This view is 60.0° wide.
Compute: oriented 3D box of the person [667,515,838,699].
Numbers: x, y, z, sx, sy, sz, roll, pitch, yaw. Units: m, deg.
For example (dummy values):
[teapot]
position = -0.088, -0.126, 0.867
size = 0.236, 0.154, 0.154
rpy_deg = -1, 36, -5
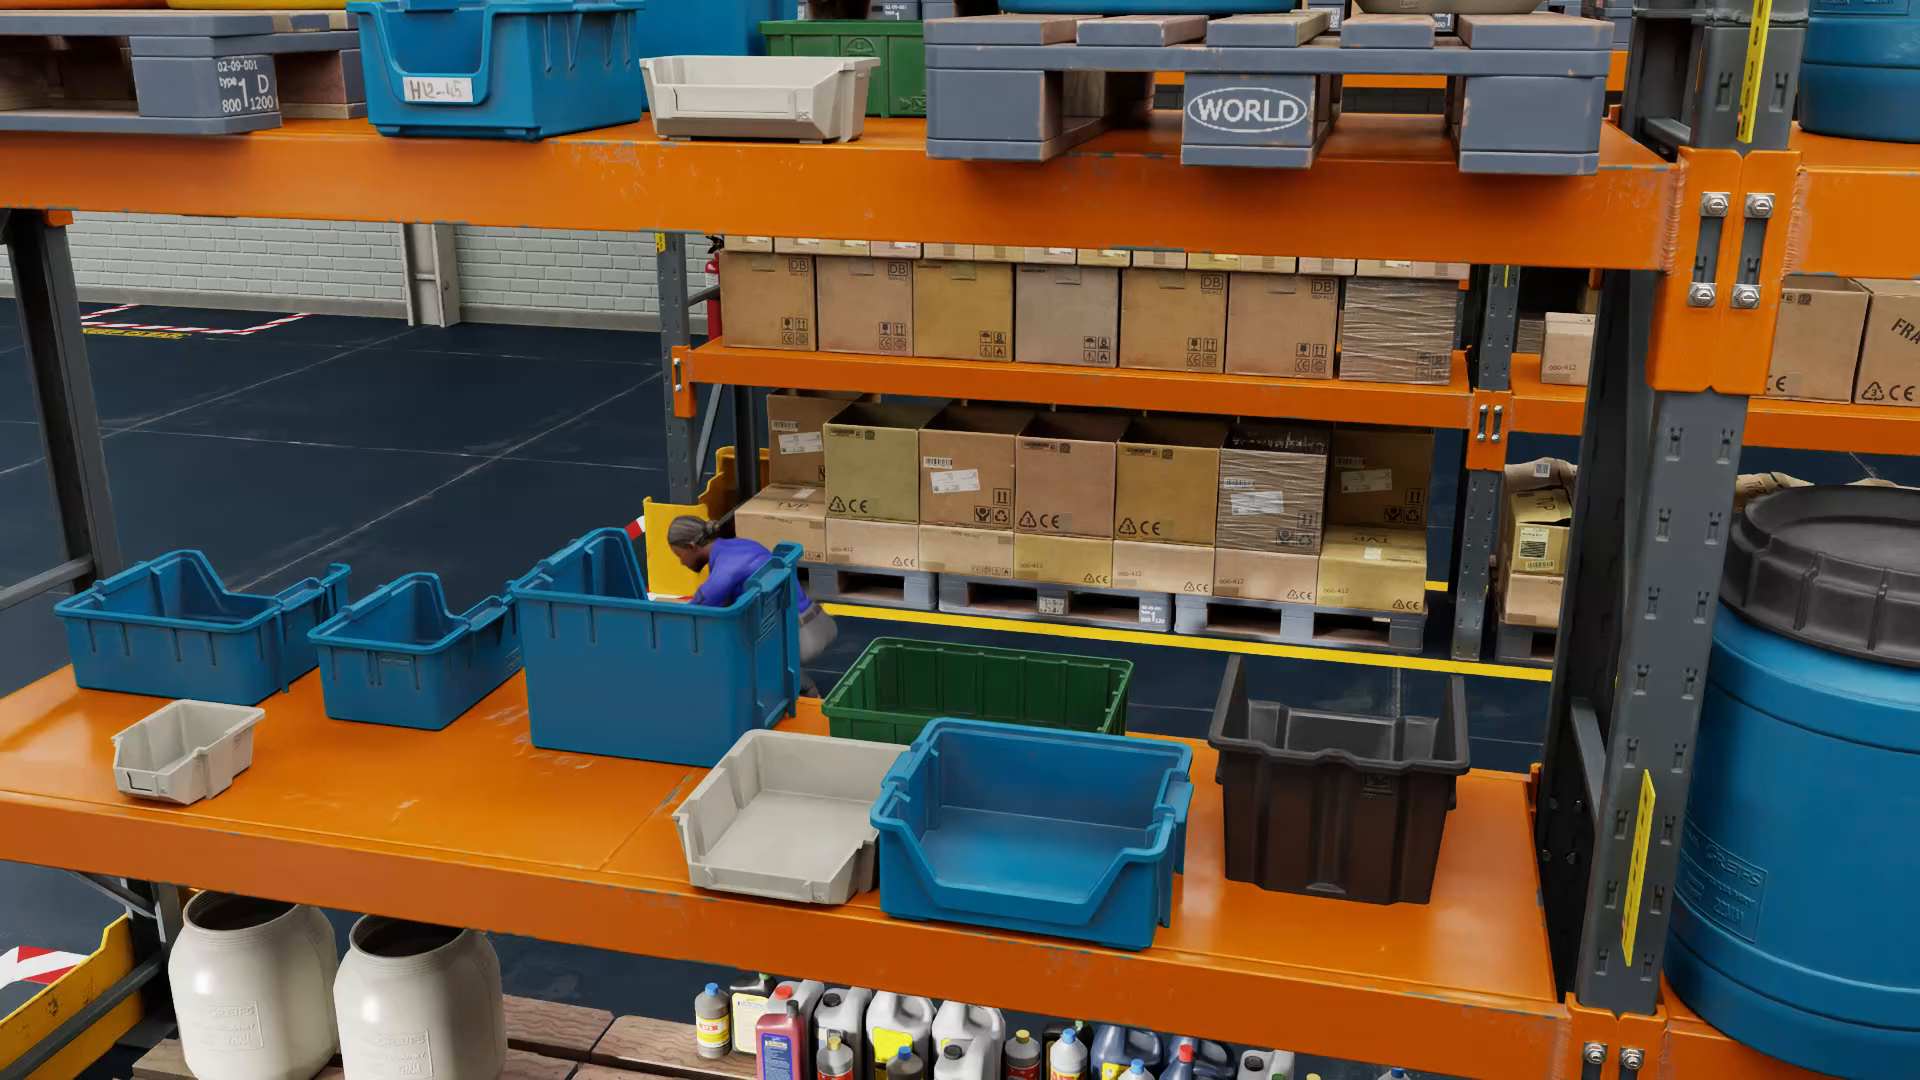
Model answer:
[person]
position = -0.956, 0.330, 7.267
size = 0.820, 0.921, 0.506
rpy_deg = 5, 19, 14
